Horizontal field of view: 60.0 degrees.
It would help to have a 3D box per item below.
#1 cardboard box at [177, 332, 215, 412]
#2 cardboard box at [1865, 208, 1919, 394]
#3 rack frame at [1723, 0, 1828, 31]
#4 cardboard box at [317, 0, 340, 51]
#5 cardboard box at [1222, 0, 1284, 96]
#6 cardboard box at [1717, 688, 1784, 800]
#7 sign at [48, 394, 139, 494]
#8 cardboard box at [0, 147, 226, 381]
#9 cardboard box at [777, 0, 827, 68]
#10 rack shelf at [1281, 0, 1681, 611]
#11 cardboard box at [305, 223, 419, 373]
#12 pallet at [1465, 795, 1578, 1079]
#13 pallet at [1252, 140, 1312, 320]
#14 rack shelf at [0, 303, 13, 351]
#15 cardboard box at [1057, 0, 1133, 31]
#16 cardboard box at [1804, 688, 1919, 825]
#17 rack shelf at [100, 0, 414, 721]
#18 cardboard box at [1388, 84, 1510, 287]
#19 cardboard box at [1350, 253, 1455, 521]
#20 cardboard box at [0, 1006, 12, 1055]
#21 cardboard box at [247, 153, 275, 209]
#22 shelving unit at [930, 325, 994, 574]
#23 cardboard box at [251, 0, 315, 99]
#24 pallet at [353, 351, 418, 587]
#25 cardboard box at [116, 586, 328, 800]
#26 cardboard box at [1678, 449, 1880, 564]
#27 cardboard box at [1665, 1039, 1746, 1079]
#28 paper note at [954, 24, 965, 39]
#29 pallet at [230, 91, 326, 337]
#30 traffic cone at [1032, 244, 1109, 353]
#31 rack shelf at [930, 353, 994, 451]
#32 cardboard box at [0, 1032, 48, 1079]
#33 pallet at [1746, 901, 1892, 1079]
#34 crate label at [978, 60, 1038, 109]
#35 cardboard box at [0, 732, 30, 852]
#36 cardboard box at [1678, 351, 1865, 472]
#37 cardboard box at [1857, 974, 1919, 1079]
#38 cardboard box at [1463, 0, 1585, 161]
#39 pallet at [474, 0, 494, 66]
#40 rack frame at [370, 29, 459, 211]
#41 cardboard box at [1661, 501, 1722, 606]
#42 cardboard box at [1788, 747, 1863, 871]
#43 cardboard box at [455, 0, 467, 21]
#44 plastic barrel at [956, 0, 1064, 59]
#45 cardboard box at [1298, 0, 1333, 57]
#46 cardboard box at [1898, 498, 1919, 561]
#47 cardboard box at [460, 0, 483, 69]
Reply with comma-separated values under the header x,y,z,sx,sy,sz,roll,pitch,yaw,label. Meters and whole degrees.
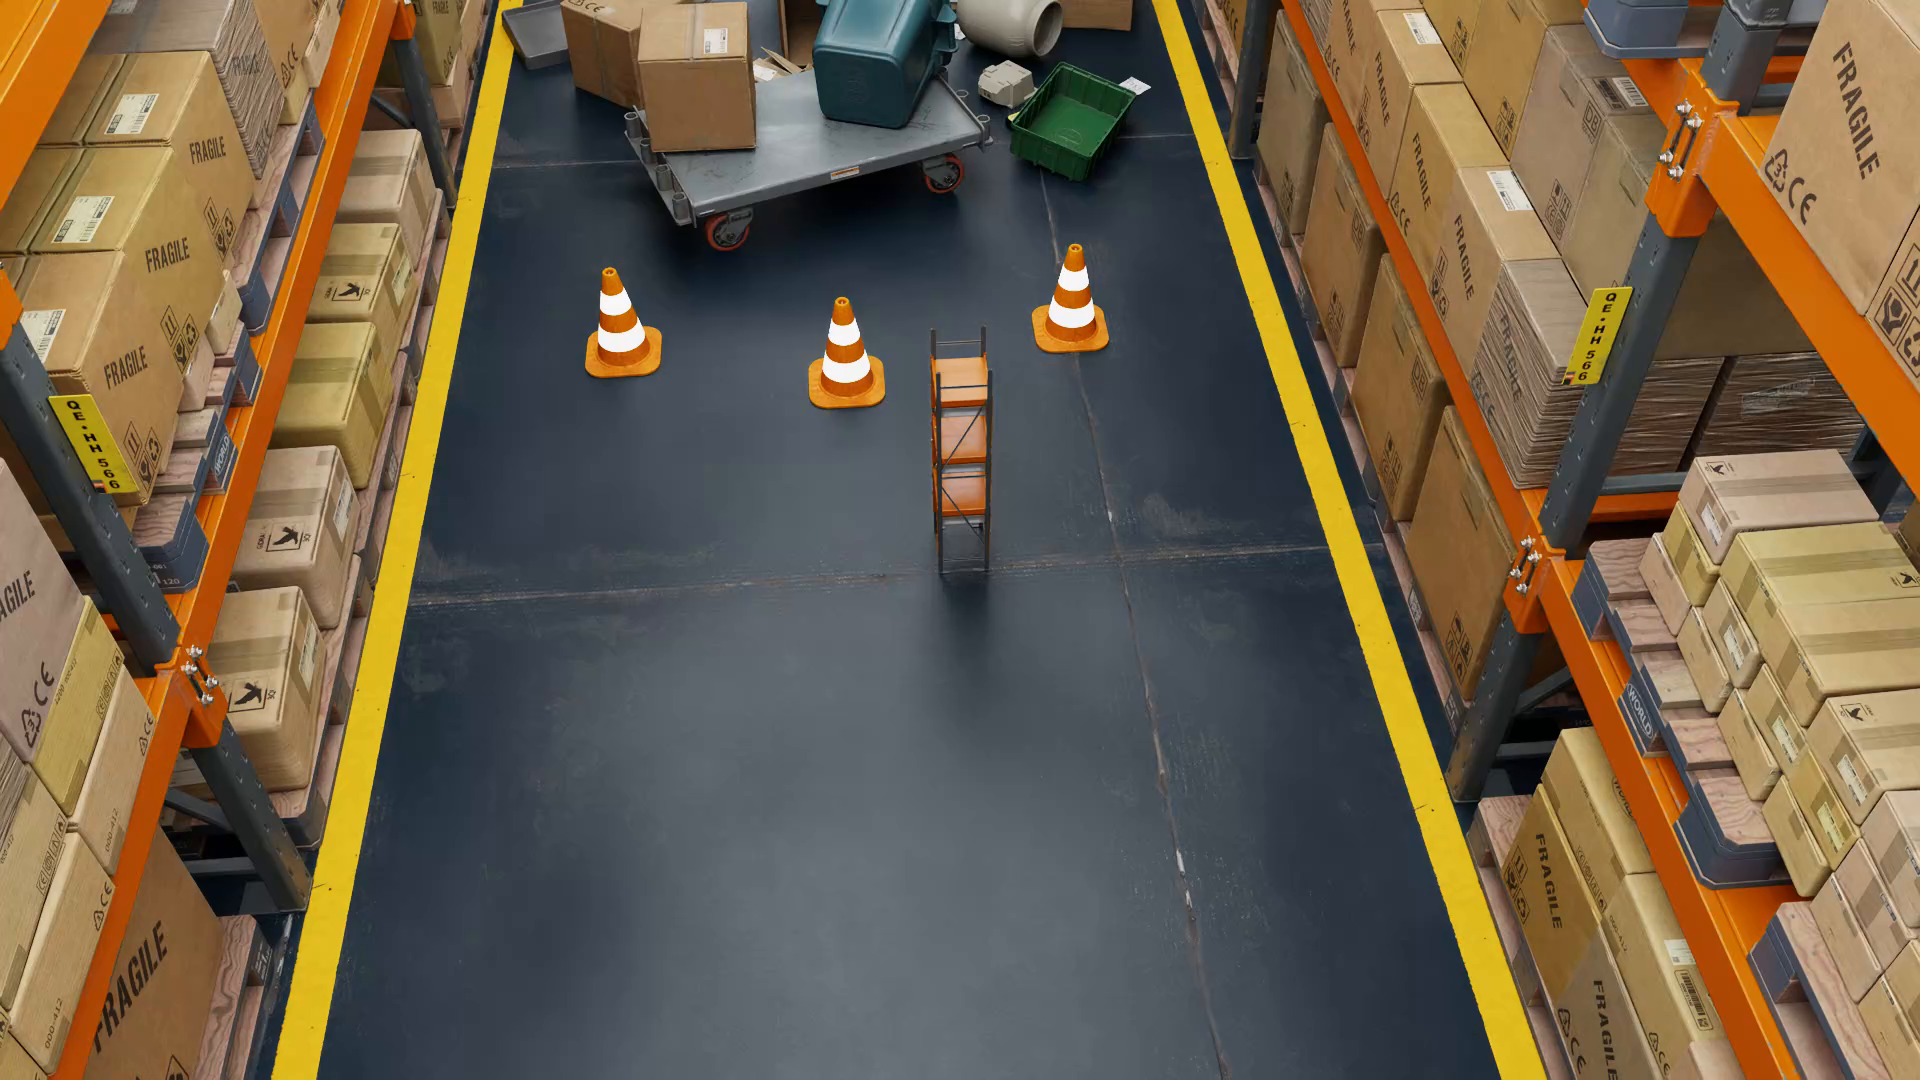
x,y,z,sx,sy,sz,roll,pitch,yaw,label
-2.499,-0.511,5.052,0.380,0.149,0.250,-6,47,-6,cardboard box
2.066,-0.448,2.974,0.500,0.500,0.500,-3,47,-3,cardboard box
2.234,-2.236,2.670,1.000,3.000,0.127,-3,47,-3,rack frame
-2.645,-2.019,6.480,0.380,0.149,0.250,-4,47,-4,cardboard box
1.917,-2.940,8.643,0.875,0.875,0.875,-3,47,-3,cardboard box
2.116,0.494,4.100,0.380,0.149,0.250,-1,47,-1,cardboard box
-2.137,-0.233,4.108,0.100,0.325,0.005,-3,47,-3,sign
-2.548,-0.797,4.875,0.500,0.500,0.500,-1,47,-1,cardboard box
-0.603,-2.982,9.135,0.797,0.637,0.503,-3,47,-3,cardboard box
2.067,-1.373,6.480,1.077,0.370,4.000,-3,47,-3,rack shelf
-2.915,-1.035,7.185,0.950,0.372,0.625,-1,47,-1,cardboard box
2.298,1.351,5.325,1.003,0.211,1.213,-3,47,-3,pallet
2.039,-1.555,8.077,1.003,0.211,1.213,-3,47,-3,pallet
-2.522,0.864,2.296,1.077,0.370,4.000,-3,47,-3,rack shelf
0.747,-3.269,9.500,0.500,0.500,0.500,4,47,4,cardboard box
2.143,0.474,3.709,0.380,0.149,0.250,-5,47,-5,cardboard box
-2.857,-0.999,6.125,1.077,0.370,4.000,-3,47,-3,rack shelf
1.847,-1.240,5.789,0.500,0.500,0.500,-4,47,-4,cardboard box
2.197,-0.622,6.534,1.050,0.750,0.750,-3,47,-3,cardboard box
-2.286,1.155,3.349,0.500,0.250,0.500,-5,47,-4,cardboard box
-2.619,-1.276,5.776,0.380,0.149,0.250,-2,47,-2,cardboard box
0.004,-0.322,6.332,0.215,1.050,0.252,-3,47,-3,shelving unit
-2.677,-1.922,5.941,0.500,0.500,0.500,-2,47,-2,cardboard box
-2.853,-0.286,6.876,1.003,0.211,1.213,-3,47,-3,pallet
-2.727,0.551,5.683,0.950,0.372,0.625,-6,47,-6,cardboard box
2.080,-0.086,4.240,0.380,0.149,0.250,-3,47,-3,cardboard box
2.122,1.523,4.157,0.500,0.250,0.500,-3,47,-3,cardboard box
-0.038,-2.915,9.495,0.172,0.023,0.155,11,48,10,paper note
-2.896,-1.163,5.918,1.003,0.211,1.213,-3,47,-3,pallet
0.507,-1.133,7.504,0.336,0.463,0.334,-3,47,-3,traffic cone
0.004,-0.510,6.134,0.215,0.259,0.240,-3,47,-3,rack shelf
-2.304,1.336,3.522,0.500,0.250,0.500,-4,47,-4,cardboard box
2.441,1.323,3.564,1.003,0.211,1.213,-3,47,-3,pallet
0.247,-2.469,8.994,0.298,0.136,0.250,-36,56,-29,crate label
-2.335,0.552,3.404,0.500,0.500,0.500,-3,47,-3,cardboard box
2.466,-0.549,5.135,0.500,0.500,0.500,-3,47,-3,cardboard box
2.184,1.064,3.560,0.380,0.149,0.250,-3,47,-3,cardboard box
2.118,-1.614,5.455,0.700,0.500,0.500,-4,47,-4,cardboard box
-3.221,-3.103,9.543,1.003,0.211,1.213,-3,47,-3,pallet
-3.025,-2.693,7.235,1.000,3.000,0.127,-3,47,-3,rack frame
2.075,0.028,4.336,0.380,0.149,0.250,-2,47,-2,cardboard box
2.147,0.600,3.795,0.380,0.149,0.250,-3,47,-3,cardboard box
-2.862,-2.980,8.594,0.500,0.500,0.500,-2,47,-2,cardboard box
0.276,-2.909,9.213,0.512,0.421,0.421,27,52,23,plastic barrel
1.718,-2.339,6.831,0.500,0.500,0.500,-3,47,-3,cardboard box
2.730,-0.004,4.366,0.380,0.149,0.250,-3,47,-2,cardboard box
-2.861,-2.721,8.866,0.500,0.250,0.500,-1,47,-1,cardboard box
